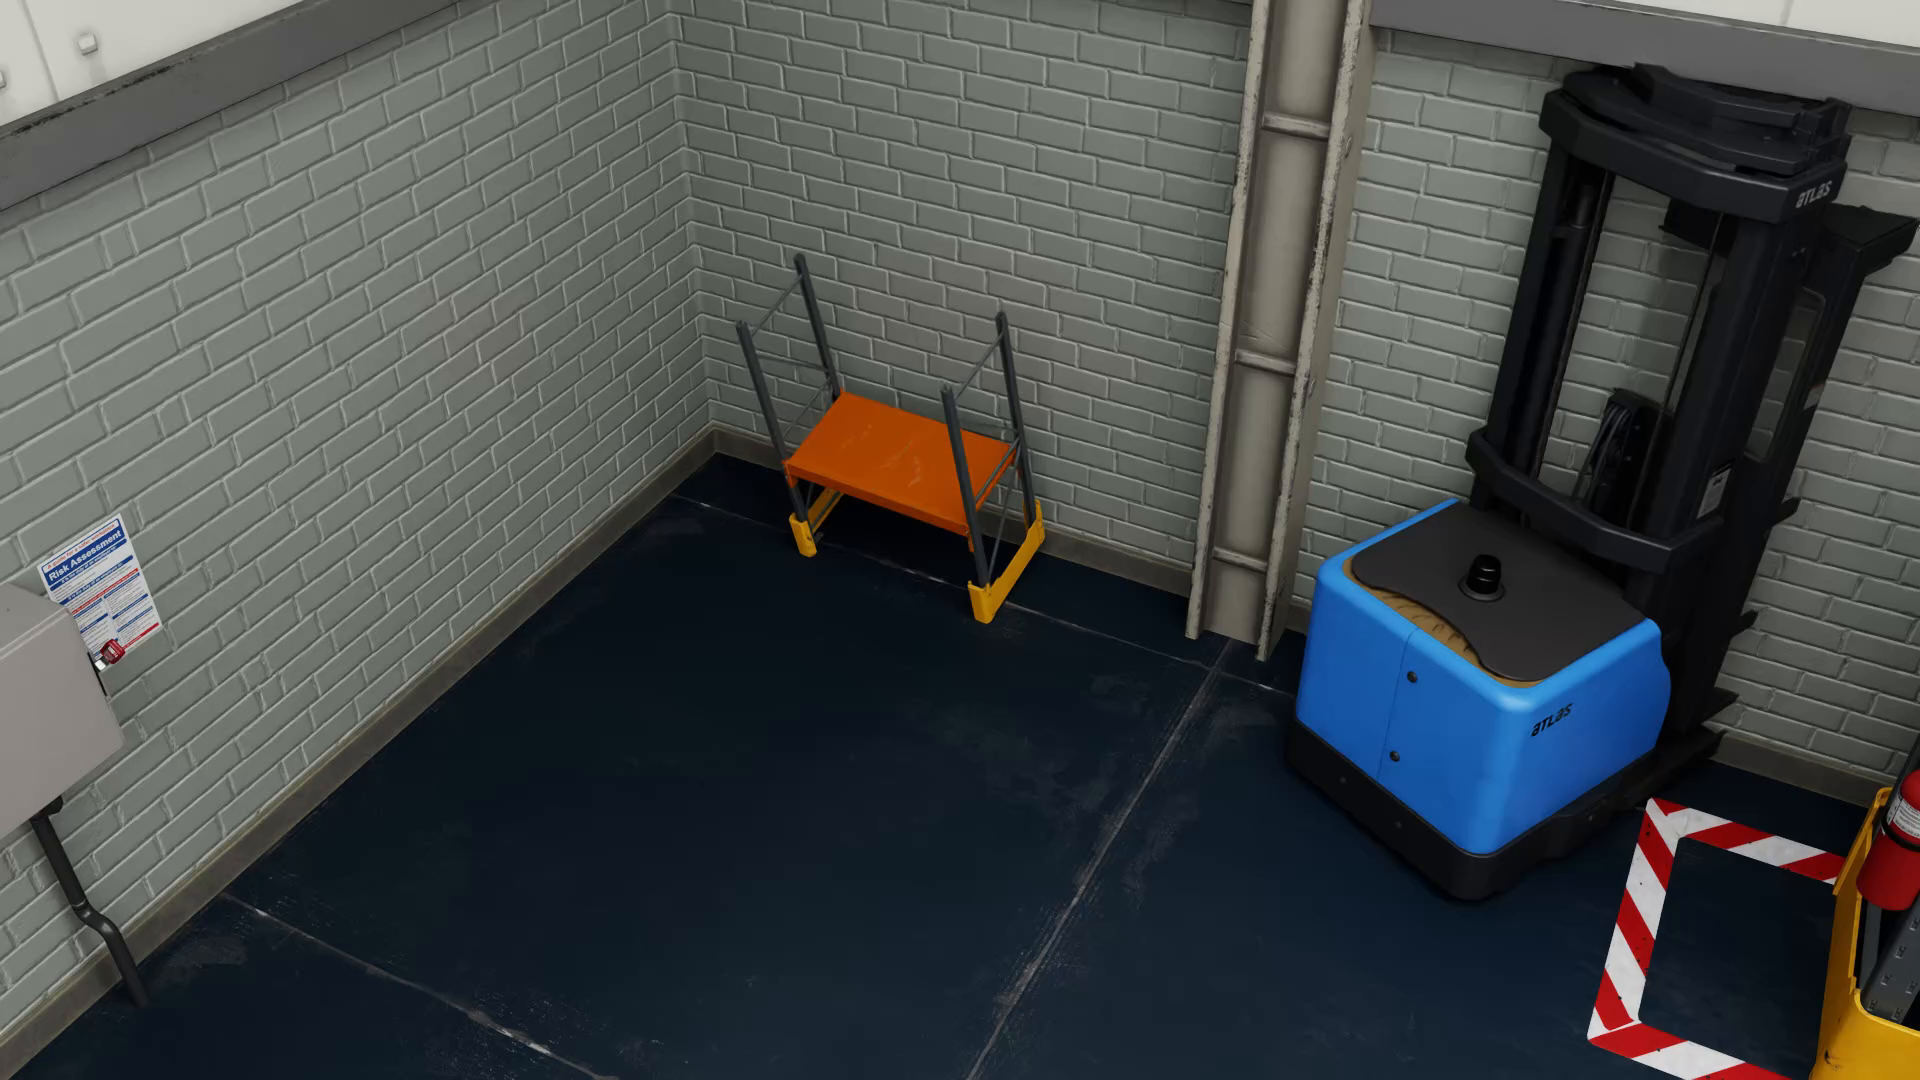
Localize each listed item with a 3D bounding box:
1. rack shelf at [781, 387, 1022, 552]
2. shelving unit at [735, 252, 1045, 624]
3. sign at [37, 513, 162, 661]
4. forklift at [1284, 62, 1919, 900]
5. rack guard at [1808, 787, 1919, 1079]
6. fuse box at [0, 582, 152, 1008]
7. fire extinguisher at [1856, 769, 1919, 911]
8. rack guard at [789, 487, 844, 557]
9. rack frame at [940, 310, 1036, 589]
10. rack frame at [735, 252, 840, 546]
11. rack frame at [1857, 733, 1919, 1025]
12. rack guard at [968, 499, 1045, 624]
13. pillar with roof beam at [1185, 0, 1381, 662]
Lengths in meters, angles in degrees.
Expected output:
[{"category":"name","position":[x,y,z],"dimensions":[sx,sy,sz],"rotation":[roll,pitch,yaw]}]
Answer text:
[{"category":"rack shelf","position":[-0.257,-0.337,7.674],"dimensions":[1.000,0.185,0.538],"rotation":[20,57,24]},{"category":"shelving unit","position":[-0.289,-0.454,7.541],"dimensions":[1.083,1.500,0.587],"rotation":[20,57,24]},{"category":"sign","position":[-2.895,0.194,5.612],"dimensions":[0.001,0.494,0.329],"rotation":[17,41,21]},{"category":"forklift","position":[2.856,-0.499,6.503],"dimensions":[3.031,2.935,1.130],"rotation":[-23,43,-27]},{"category":"rack guard","position":[3.331,1.472,5.917],"dimensions":[0.348,0.500,1.175],"rotation":[17,41,21]},{"category":"fuse box","position":[-2.938,0.992,5.548],"dimensions":[0.414,1.711,0.539],"rotation":[17,41,21]},{"category":"fire extinguisher","position":[2.920,0.842,5.052],"dimensions":[0.183,0.674,0.296],"rotation":[17,41,21]},{"category":"rack guard","position":[-0.634,-0.211,8.219],"dimensions":[0.087,0.250,0.587],"rotation":[20,57,24]},{"category":"rack frame","position":[0.156,-0.296,7.331],"dimensions":[0.032,1.500,0.500],"rotation":[20,57,24]},{"category":"rack frame","position":[-0.719,-0.607,7.743],"dimensions":[0.032,1.500,0.500],"rotation":[20,57,24]},{"category":"rack frame","position":[3.263,0.455,5.189],"dimensions":[0.127,3.000,1.000],"rotation":[17,41,21]},{"category":"rack guard","position":[0.224,0.094,7.815],"dimensions":[0.087,0.250,0.587],"rotation":[20,57,24]},{"category":"pillar with roof beam","position":[-0.696,-0.857,1.956],"dimensions":[0.400,9.000,9.100],"rotation":[17,41,21]}]
